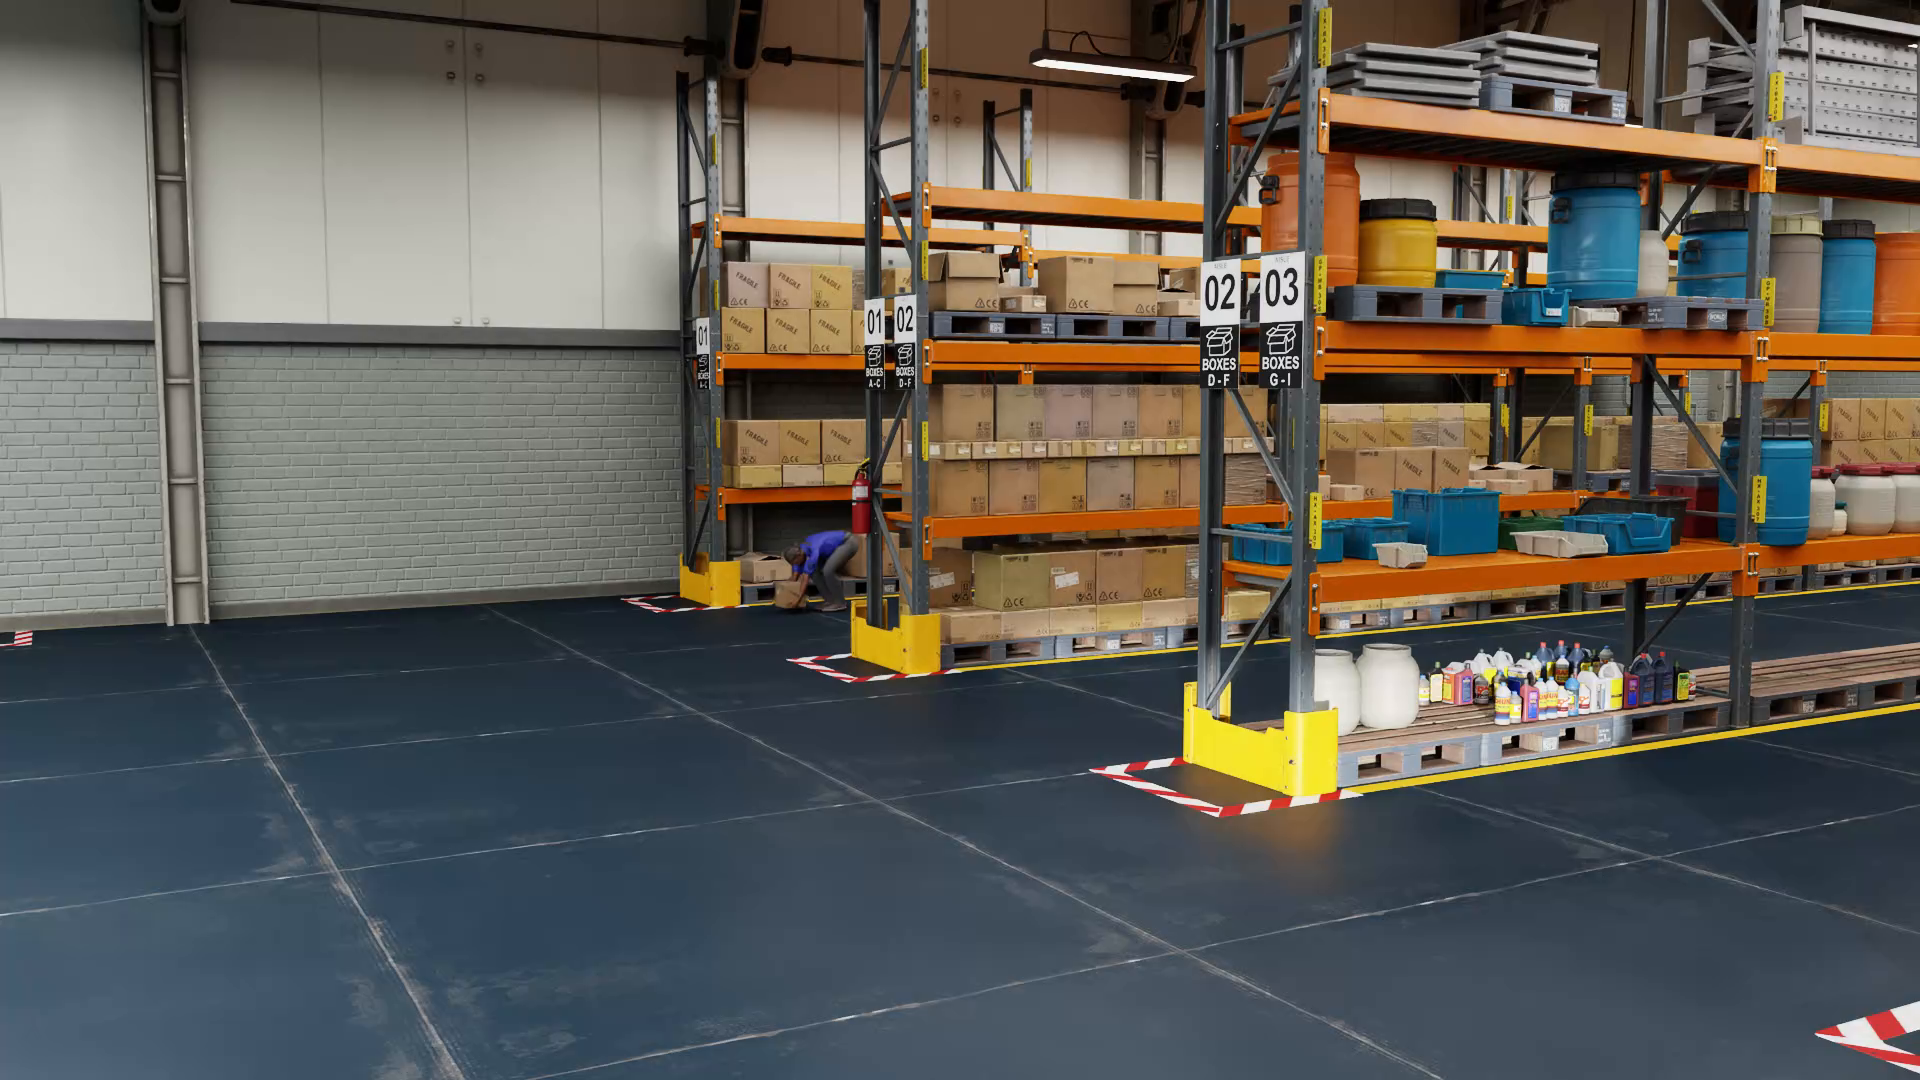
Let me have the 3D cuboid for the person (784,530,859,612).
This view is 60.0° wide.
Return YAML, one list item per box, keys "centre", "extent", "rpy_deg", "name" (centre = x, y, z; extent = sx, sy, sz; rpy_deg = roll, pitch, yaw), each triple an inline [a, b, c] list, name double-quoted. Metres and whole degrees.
- centre: [-1.525, 0.341, 18.116]
  extent: [0.883, 0.876, 0.443]
  rpy_deg: [-3, 6, -31]
  name: "person"
